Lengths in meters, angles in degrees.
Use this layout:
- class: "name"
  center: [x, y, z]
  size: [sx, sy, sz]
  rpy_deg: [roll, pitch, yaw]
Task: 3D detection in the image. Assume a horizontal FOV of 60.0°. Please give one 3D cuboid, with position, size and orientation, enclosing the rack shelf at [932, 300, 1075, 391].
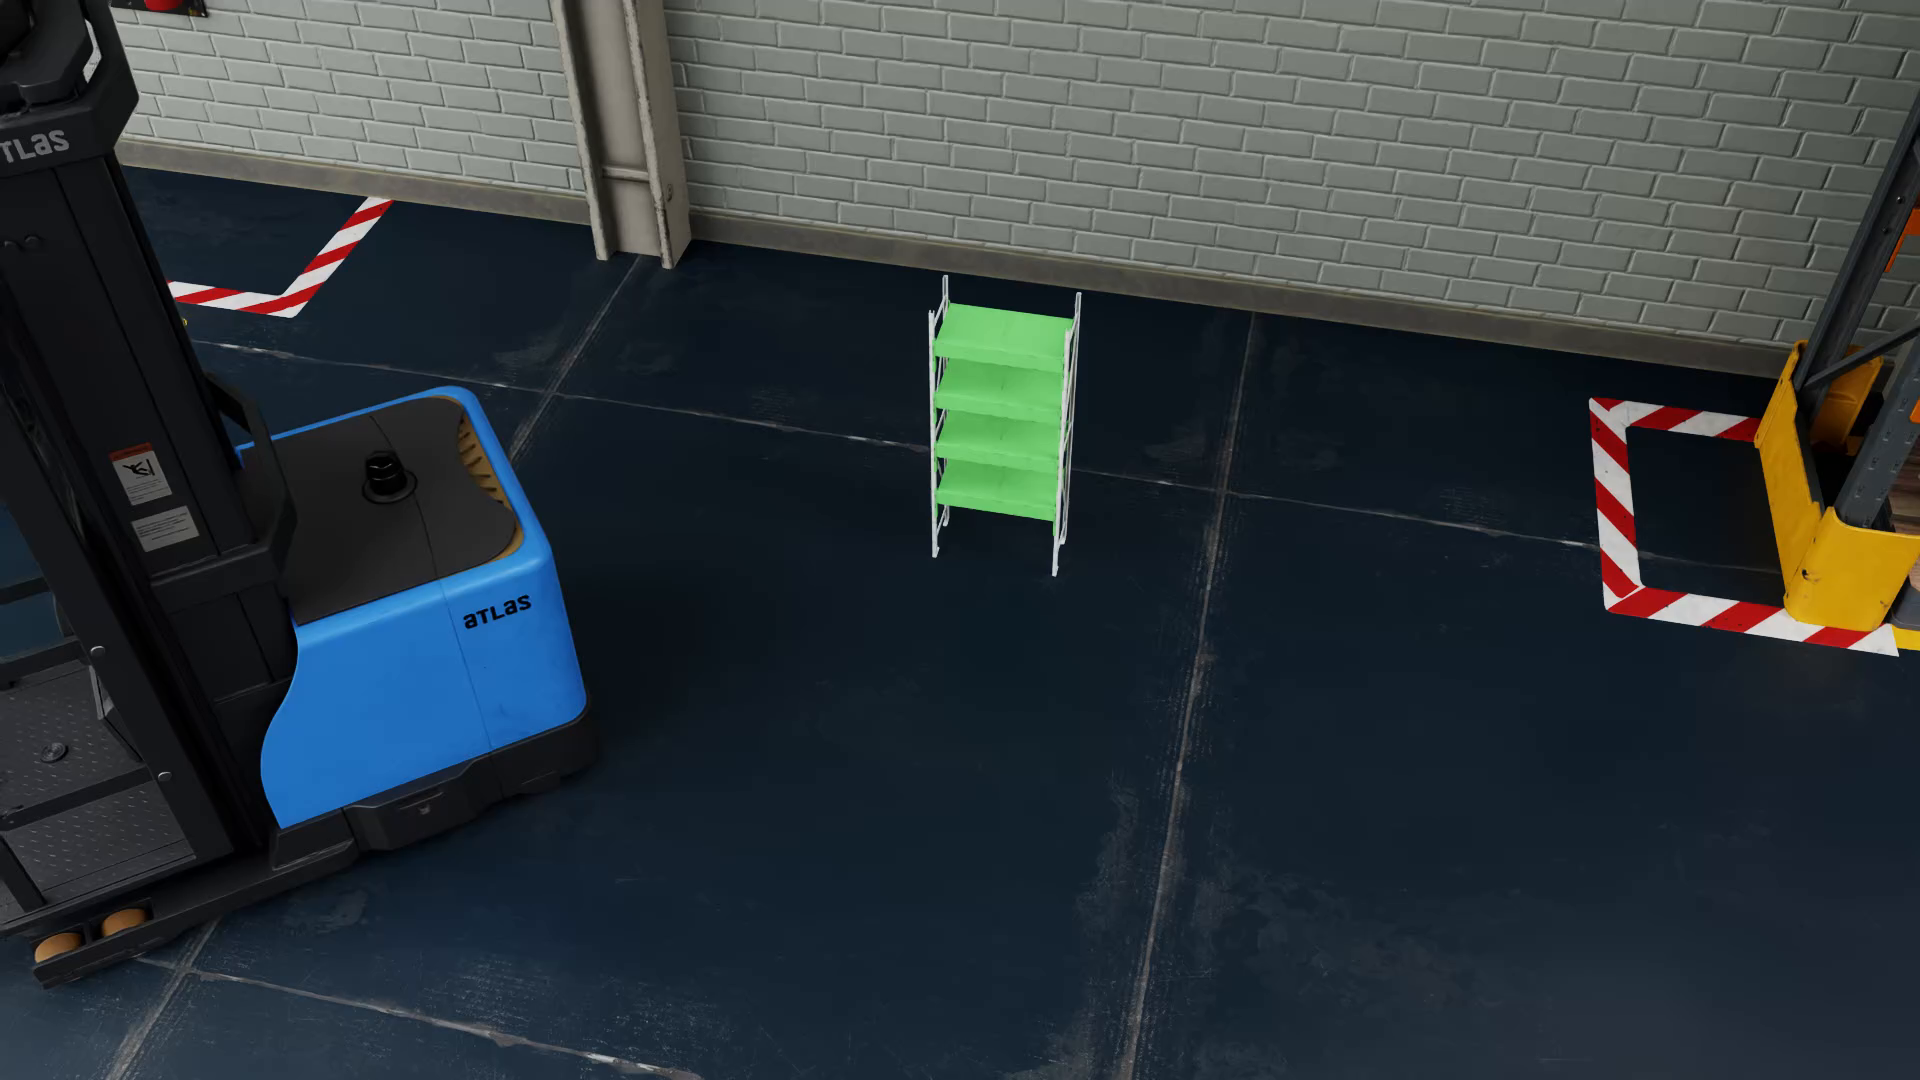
- class: "rack shelf"
  center: [0.162, -0.707, 6.019]
  size: [0.480, 0.148, 0.258]
  rpy_deg: [9, 45, 9]

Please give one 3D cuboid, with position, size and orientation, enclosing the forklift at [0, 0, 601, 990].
- class: "forklift"
  center: [-2.818, -0.071, 4.710]
  size: [3.031, 2.935, 1.130]
  rpy_deg: [-20, 47, -20]

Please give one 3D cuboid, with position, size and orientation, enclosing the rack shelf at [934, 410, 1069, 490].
- class: "rack shelf"
  center: [0.162, -0.361, 6.352]
  size: [0.480, 0.148, 0.258]
  rpy_deg: [9, 45, 9]

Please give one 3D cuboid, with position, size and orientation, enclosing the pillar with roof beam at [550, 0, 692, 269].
- class: "pillar with roof beam"
  center: [-2.503, -1.787, 2.118]
  size: [0.400, 9.000, 9.100]
  rpy_deg: [9, 45, 9]

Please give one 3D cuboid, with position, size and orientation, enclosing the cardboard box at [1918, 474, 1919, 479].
- class: "cardboard box"
  center: [4.076, -0.175, 6.391]
  size: [0.500, 0.311, 0.500]
  rpy_deg: [4, 44, 4]

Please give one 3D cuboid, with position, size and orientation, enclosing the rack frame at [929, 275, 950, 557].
- class: "rack frame"
  center: [-0.077, -0.444, 6.346]
  size: [0.015, 1.200, 0.240]
  rpy_deg: [9, 45, 9]

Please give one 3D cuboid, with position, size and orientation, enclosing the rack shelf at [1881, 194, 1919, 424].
- class: "rack shelf"
  center: [5.372, -0.589, 5.718]
  size: [4.000, 0.370, 1.077]
  rpy_deg: [9, 45, 9]

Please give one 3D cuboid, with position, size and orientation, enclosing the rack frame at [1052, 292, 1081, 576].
- class: "rack frame"
  center: [0.400, -0.370, 6.270]
  size: [0.015, 1.200, 0.240]
  rpy_deg: [9, 45, 9]

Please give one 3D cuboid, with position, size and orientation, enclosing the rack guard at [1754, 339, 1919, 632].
- class: "rack guard"
  center: [3.495, -0.239, 6.638]
  size: [0.348, 0.500, 1.175]
  rpy_deg: [9, 45, 9]

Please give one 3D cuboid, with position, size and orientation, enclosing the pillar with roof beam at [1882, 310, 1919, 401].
- class: "pillar with roof beam"
  center: [3.353, -0.879, 1.174]
  size: [0.400, 9.000, 9.100]
  rpy_deg: [9, 45, 9]

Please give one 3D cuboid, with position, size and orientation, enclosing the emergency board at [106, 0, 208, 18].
- class: "emergency board"
  center: [-3.966, -2.939, 7.641]
  size: [0.643, 1.169, 0.194]
  rpy_deg: [9, 45, 9]

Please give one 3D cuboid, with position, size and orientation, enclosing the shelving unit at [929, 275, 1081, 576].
- class: "shelving unit"
  center: [0.162, -0.407, 6.308]
  size: [0.503, 1.200, 0.258]
  rpy_deg: [9, 45, 9]

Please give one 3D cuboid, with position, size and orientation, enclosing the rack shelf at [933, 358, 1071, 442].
- class: "rack shelf"
  center: [0.162, -0.534, 6.186]
  size: [0.480, 0.148, 0.258]
  rpy_deg: [9, 45, 9]

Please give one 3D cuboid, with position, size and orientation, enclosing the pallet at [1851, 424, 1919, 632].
- class: "pallet"
  center: [4.280, 0.012, 6.585]
  size: [1.213, 0.211, 1.003]
  rpy_deg: [9, 45, 9]

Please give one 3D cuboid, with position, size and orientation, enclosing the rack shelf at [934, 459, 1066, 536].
- class: "rack shelf"
  center: [0.162, -0.188, 6.519]
  size: [0.480, 0.148, 0.258]
  rpy_deg: [9, 45, 9]

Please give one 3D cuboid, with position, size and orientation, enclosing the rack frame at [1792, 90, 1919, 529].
- class: "rack frame"
  center: [3.421, -1.151, 5.783]
  size: [0.127, 3.000, 1.000]
  rpy_deg: [9, 45, 9]
